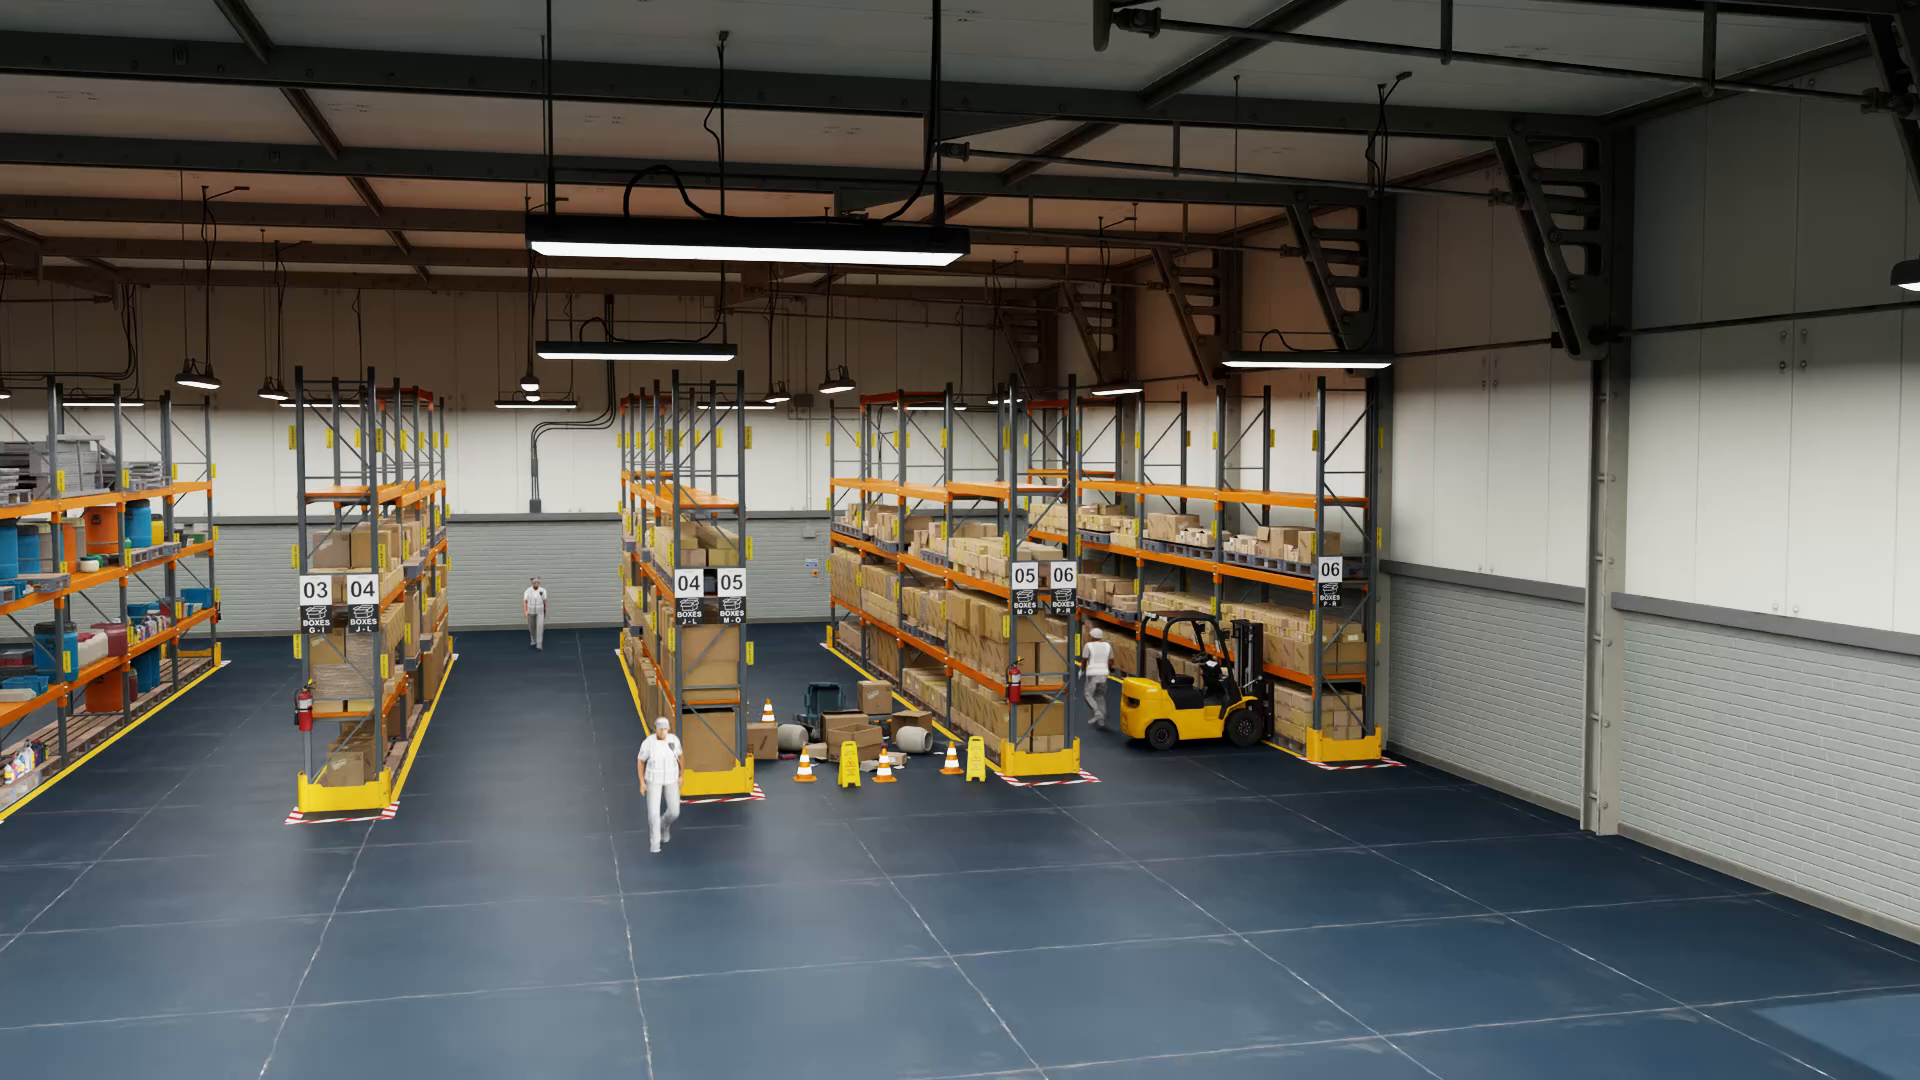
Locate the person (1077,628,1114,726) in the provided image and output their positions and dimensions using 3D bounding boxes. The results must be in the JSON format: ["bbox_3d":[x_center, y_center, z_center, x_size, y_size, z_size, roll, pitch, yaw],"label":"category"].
[{"bbox_3d":[2.453,2.412,29.282,0.653,1.699,0.816,-1,4,-18],"label":"person"}]

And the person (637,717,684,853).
[{"bbox_3d":[-3.682,2.973,20.461,0.571,1.647,0.592,-1,4,-17],"label":"person"}]

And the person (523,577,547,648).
[{"bbox_3d":[-10.255,1.728,40.126,0.550,1.700,1.077,-1,3,-12],"label":"person"}]
